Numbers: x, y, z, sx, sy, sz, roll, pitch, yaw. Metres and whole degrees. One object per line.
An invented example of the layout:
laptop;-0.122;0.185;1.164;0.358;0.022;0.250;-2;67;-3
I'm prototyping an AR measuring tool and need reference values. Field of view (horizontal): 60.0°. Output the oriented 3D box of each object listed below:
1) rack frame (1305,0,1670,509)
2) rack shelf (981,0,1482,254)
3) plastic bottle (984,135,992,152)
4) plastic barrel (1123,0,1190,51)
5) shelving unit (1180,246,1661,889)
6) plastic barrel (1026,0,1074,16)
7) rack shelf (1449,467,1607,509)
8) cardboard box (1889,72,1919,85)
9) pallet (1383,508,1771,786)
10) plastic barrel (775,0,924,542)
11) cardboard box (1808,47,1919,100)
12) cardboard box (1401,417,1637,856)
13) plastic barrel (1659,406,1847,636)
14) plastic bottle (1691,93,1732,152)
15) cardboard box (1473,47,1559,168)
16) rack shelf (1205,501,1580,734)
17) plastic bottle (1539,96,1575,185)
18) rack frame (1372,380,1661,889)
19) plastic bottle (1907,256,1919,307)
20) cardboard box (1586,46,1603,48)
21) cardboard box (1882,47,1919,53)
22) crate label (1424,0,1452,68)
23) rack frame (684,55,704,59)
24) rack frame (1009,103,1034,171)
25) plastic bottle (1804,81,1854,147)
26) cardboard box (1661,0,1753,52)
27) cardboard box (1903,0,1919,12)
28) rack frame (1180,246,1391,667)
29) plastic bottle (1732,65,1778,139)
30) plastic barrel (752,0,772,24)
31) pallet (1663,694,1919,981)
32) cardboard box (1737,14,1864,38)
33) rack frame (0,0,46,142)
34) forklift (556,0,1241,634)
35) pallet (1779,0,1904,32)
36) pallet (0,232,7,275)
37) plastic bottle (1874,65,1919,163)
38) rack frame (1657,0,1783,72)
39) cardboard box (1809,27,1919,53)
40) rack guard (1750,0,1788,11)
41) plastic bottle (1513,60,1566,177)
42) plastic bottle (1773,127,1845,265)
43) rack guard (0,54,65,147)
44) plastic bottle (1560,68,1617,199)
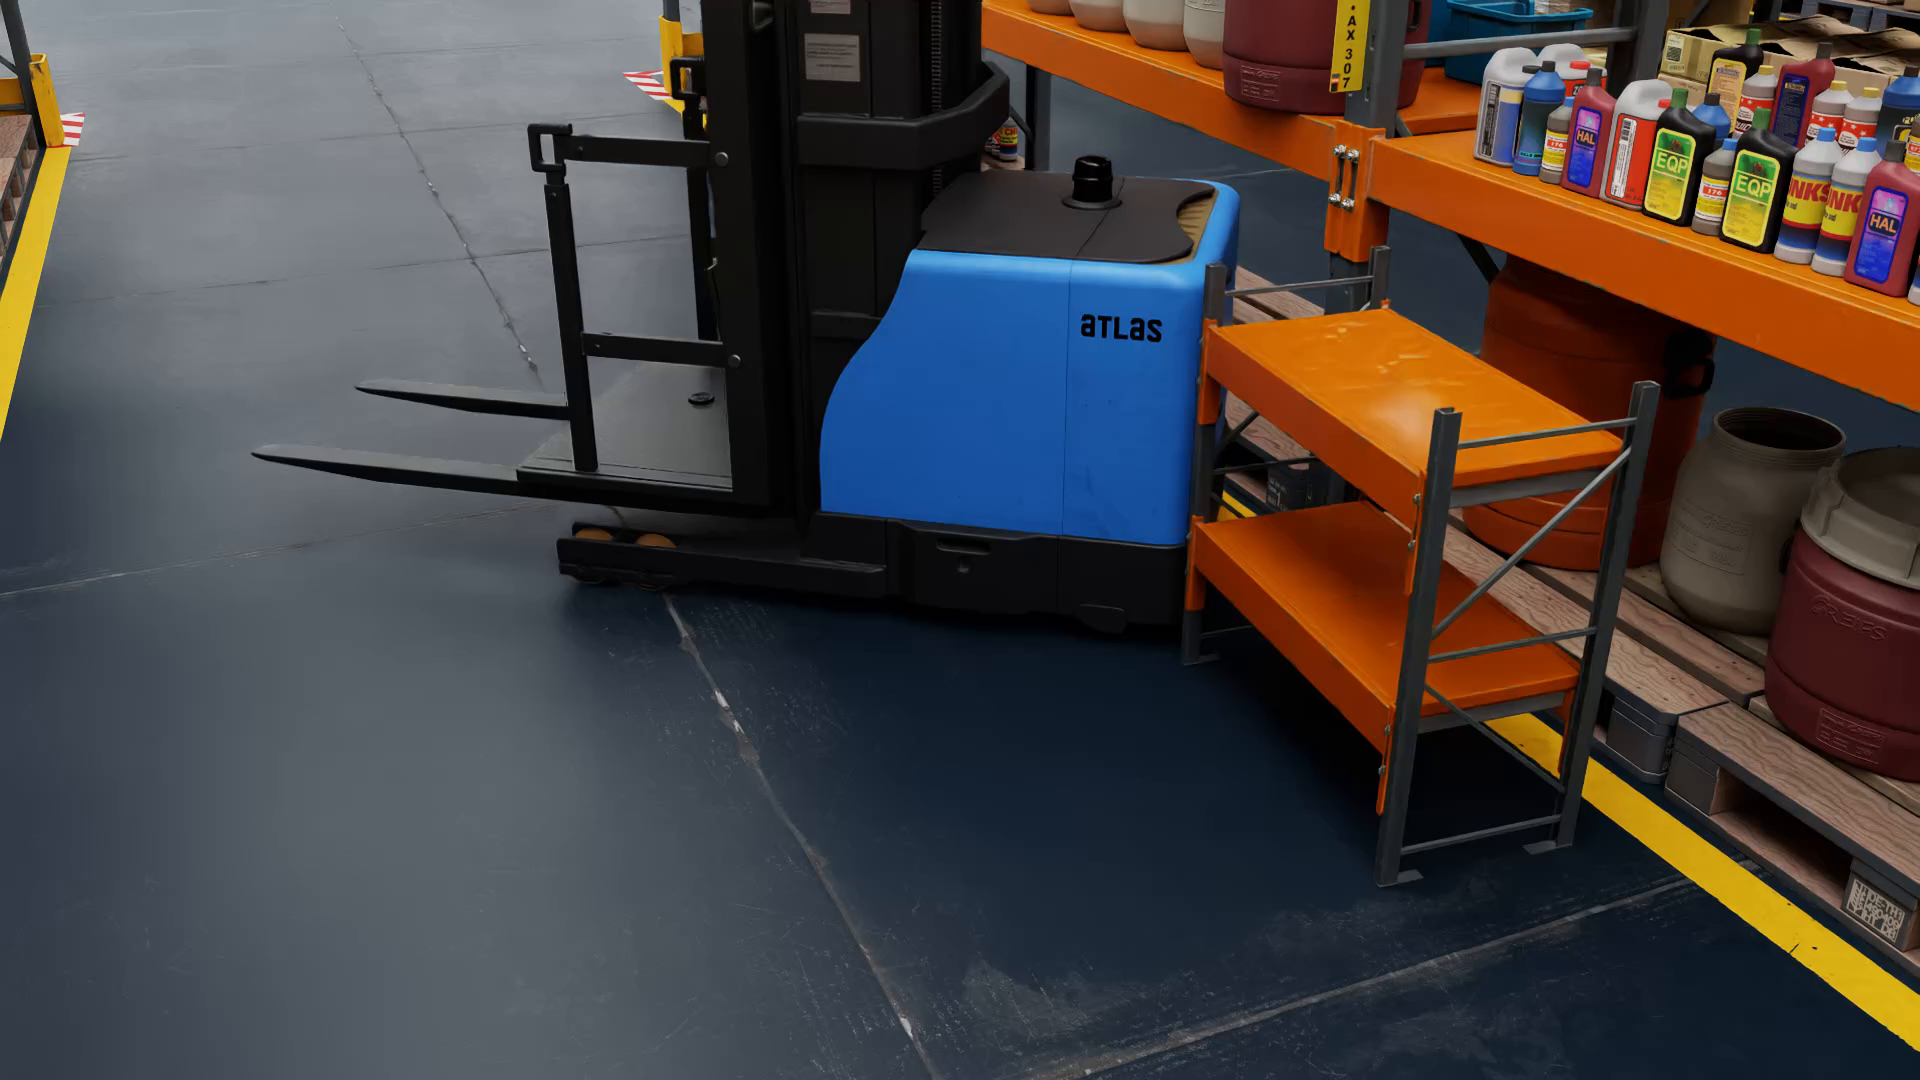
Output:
rack frame;1.548;-1.387;4.673;1.000;3.000;0.127;-11;28;-21
rack shelf;0.765;-1.872;6.484;1.077;0.370;4.000;-11;28;-21
plastic bottle;0.181;-2.228;9.083;0.097;0.201;0.097;0;26;0
plastic barrel;0.784;-1.986;5.772;0.421;0.512;0.421;0;26;0
shelving unit;-10.736;-3.255;5.078;21.314;6.053;12.941;-8;27;-16
plastic barrel;0.442;-2.343;6.475;0.433;0.535;0.433;0;26;0
rack shelf;1.000;-0.299;3.788;0.416;0.054;0.922;-8;27;-16
cardboard box;5.077;-2.227;8.408;0.500;0.311;0.500;-10;28;-19
pallet;1.895;0.177;4.647;1.003;0.211;1.213;-11;28;-21
plastic barrel;-0.168;-1.369;4.604;0.849;2.708;0.943;0;26;0
cardboard box;4.869;-2.436;8.836;0.500;0.311;0.500;-12;28;-22
cardboard box;1.156;0.225;3.505;0.474;0.982;0.078;-12;28;-23
plastic barrel;2.059;-0.051;4.292;0.421;0.512;0.421;0;26;0
plastic bottle;1.678;-0.871;3.763;0.097;0.271;0.097;0;26;0
cardboard box;5.470;0.347;2.493;5.886;1.356;7.345;-11;28;-21
rack shelf;1.002;0.166;4.016;0.459;0.093;0.952;-8;27;-16
plastic bottle;1.479;-0.977;4.059;0.097;0.201;0.097;0;26;0
rack frame;1.158;0.225;3.506;0.500;1.125;0.032;-8;27;-16
plastic bottle;1.893;-0.582;3.169;0.097;0.271;0.097;0;26;0
cardboard box;3.971;-3.158;10.955;0.500;0.250;0.500;-11;28;-21
cardboard box;5.366;-2.532;9.033;0.500;0.311;0.500;-11;28;-21
crate label;1.408;-1.851;5.582;0.502;0.435;0.616;-11;28;-21
rack frame;-1.588;-4.616;11.286;0.949;2.616;0.053;-11;28;-21
rack frame;-0.021;-3.002;7.979;0.949;2.616;0.053;-11;28;-21
plastic bottle;2.218;-1.065;4.239;0.097;0.201;0.097;0;26;0
cardboard box;4.647;-3.383;10.560;0.500;0.500;0.500;-11;28;-21
cardboard box;8.184;-4.564;13.526;0.700;0.500;0.500;-12;29;-24
rack frame;0.845;-0.200;4.375;0.500;1.125;0.032;-8;27;-16
plastic bottle;2.128;-1.158;4.430;0.097;0.201;0.097;0;26;0
plastic barrel;-1.257;-3.435;11.224;0.421;0.512;0.421;0;26;0
pallet;2.369;0.669;3.640;1.003;0.211;1.213;-11;28;-21
cardboard box;4.963;-2.943;9.874;0.500;0.311;0.500;-11;28;-21
rack frame;-6.142;-3.766;9.544;1.000;3.000;0.127;-11;28;-21
forklift;-3.364;-10.593;23.705;17.870;2.843;40.949;6;27;12
pallet;5.877;-1.760;8.614;9.879;0.211;12.008;-11;28;-21
pallet;-4.871;-1.163;7.392;1.003;0.211;1.213;-11;28;-21
plastic bottle;2.294;-1.018;4.063;0.097;0.271;0.097;0;26;0
rack frame;4.541;-3.852;9.720;1.000;3.000;0.127;-11;28;-21
cardboard box;5.173;-2.734;9.446;0.500;0.311;0.500;-10;28;-19
rack guard;7.561;-5.165;15.259;1.175;0.500;0.348;-11;28;-21
plastic bottle;1.440;-1.048;4.124;0.097;0.271;0.097;0;26;0
plastic bottle;2.178;-0.287;2.566;0.097;0.271;2.212;-11;28;-21
rack guard;-6.112;-2.612;10.030;1.175;0.500;0.348;-11;28;-21
plastic bottle;1.507;-0.964;3.939;0.061;0.283;0.133;-11;28;-21
